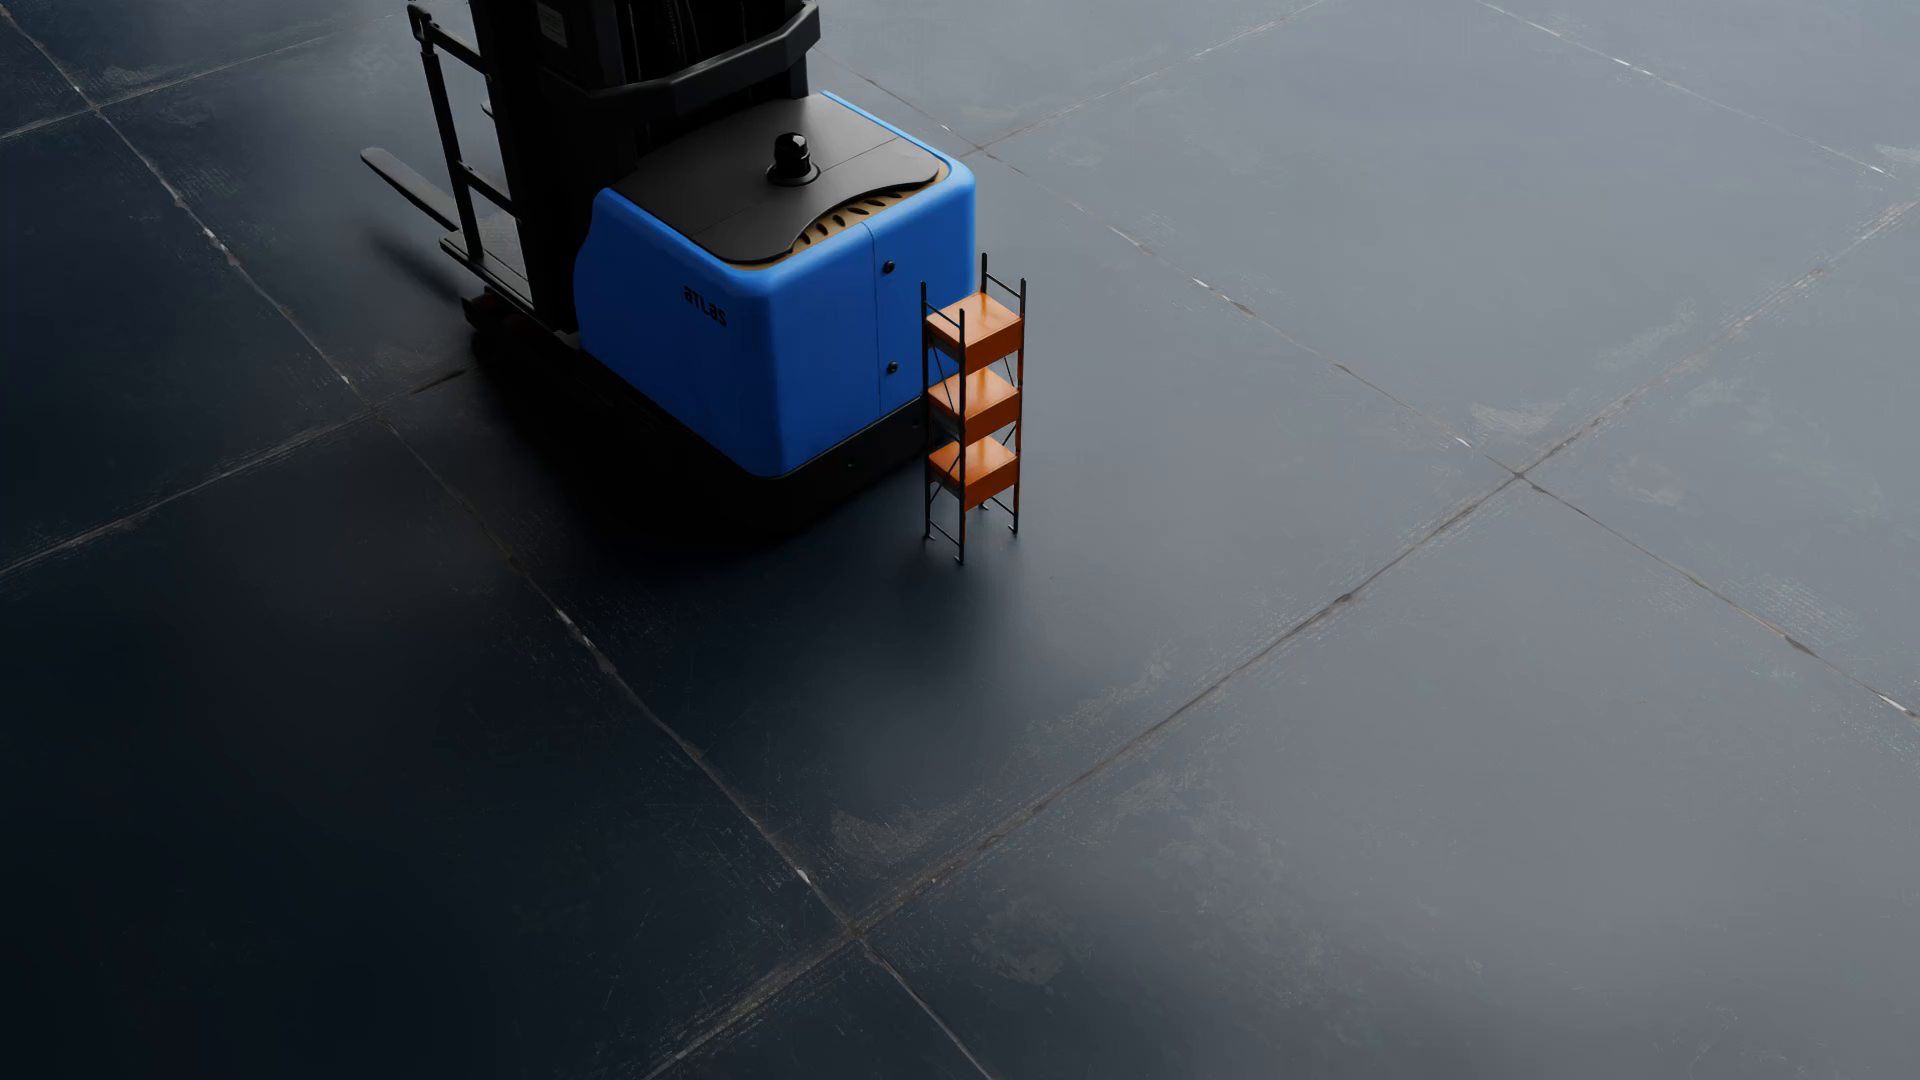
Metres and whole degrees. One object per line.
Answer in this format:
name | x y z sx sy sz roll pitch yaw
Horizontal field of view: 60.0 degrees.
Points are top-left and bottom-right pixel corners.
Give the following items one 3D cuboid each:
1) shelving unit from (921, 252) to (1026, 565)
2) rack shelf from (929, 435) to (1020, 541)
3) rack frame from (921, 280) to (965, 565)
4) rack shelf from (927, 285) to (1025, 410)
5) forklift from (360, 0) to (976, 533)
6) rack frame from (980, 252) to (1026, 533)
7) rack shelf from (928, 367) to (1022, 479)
shelving unit | 0.041 -0.406 5.416 0.252 1.050 0.215 -30 51 -28
rack shelf | 0.041 -0.196 5.613 0.240 0.259 0.215 -30 51 -28
rack frame | -0.053 -0.353 5.359 0.008 1.050 0.200 -30 51 -28
rack shelf | 0.041 -0.605 5.229 0.240 0.259 0.215 -30 51 -28
forklift | -1.317 -2.003 5.742 1.130 2.935 3.031 -33 53 -30
rack frame | 0.135 -0.460 5.473 0.008 1.050 0.200 -30 51 -28
rack shelf | 0.041 -0.398 5.423 0.240 0.259 0.215 -30 51 -28
